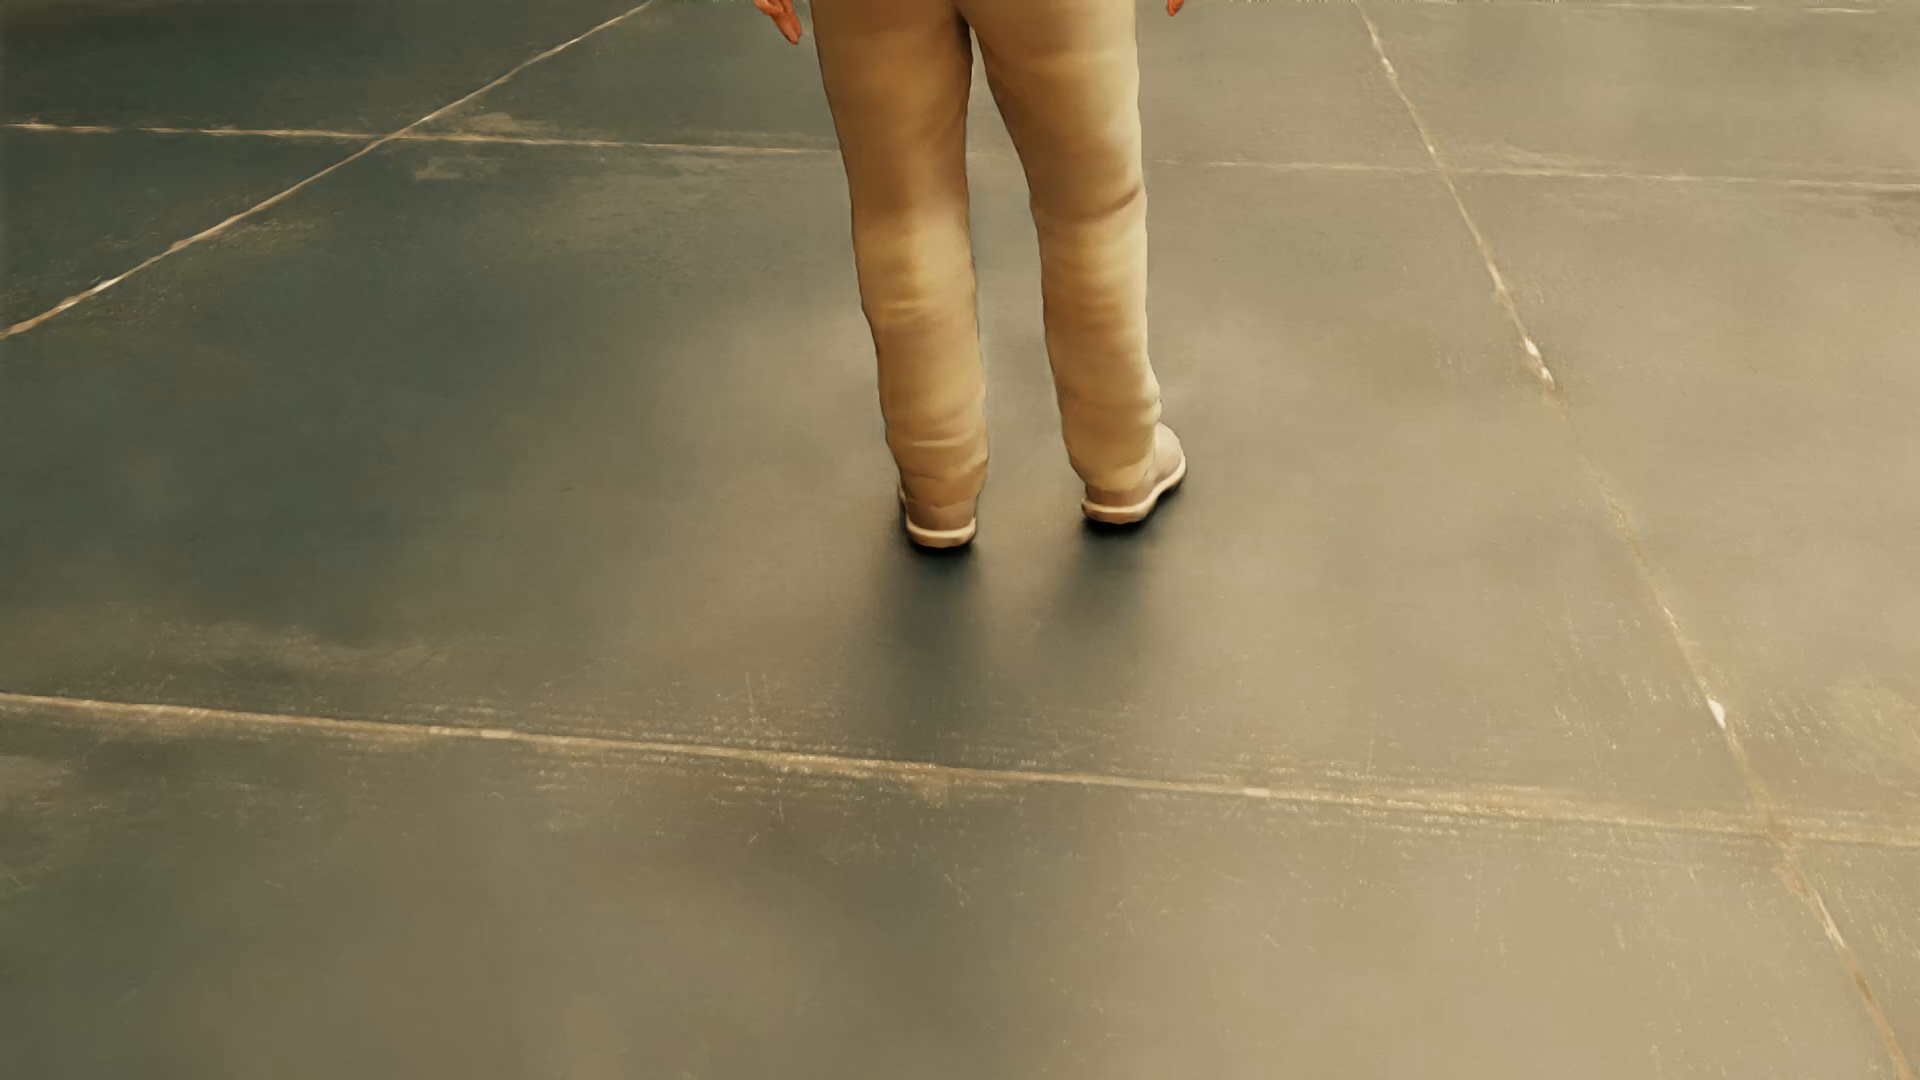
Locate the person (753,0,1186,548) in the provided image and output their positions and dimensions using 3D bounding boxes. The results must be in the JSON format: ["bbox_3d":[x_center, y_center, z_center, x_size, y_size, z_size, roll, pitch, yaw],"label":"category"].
[{"bbox_3d":[0.022,-0.838,2.166,0.640,1.781,0.574,3,27,7],"label":"person"}]
